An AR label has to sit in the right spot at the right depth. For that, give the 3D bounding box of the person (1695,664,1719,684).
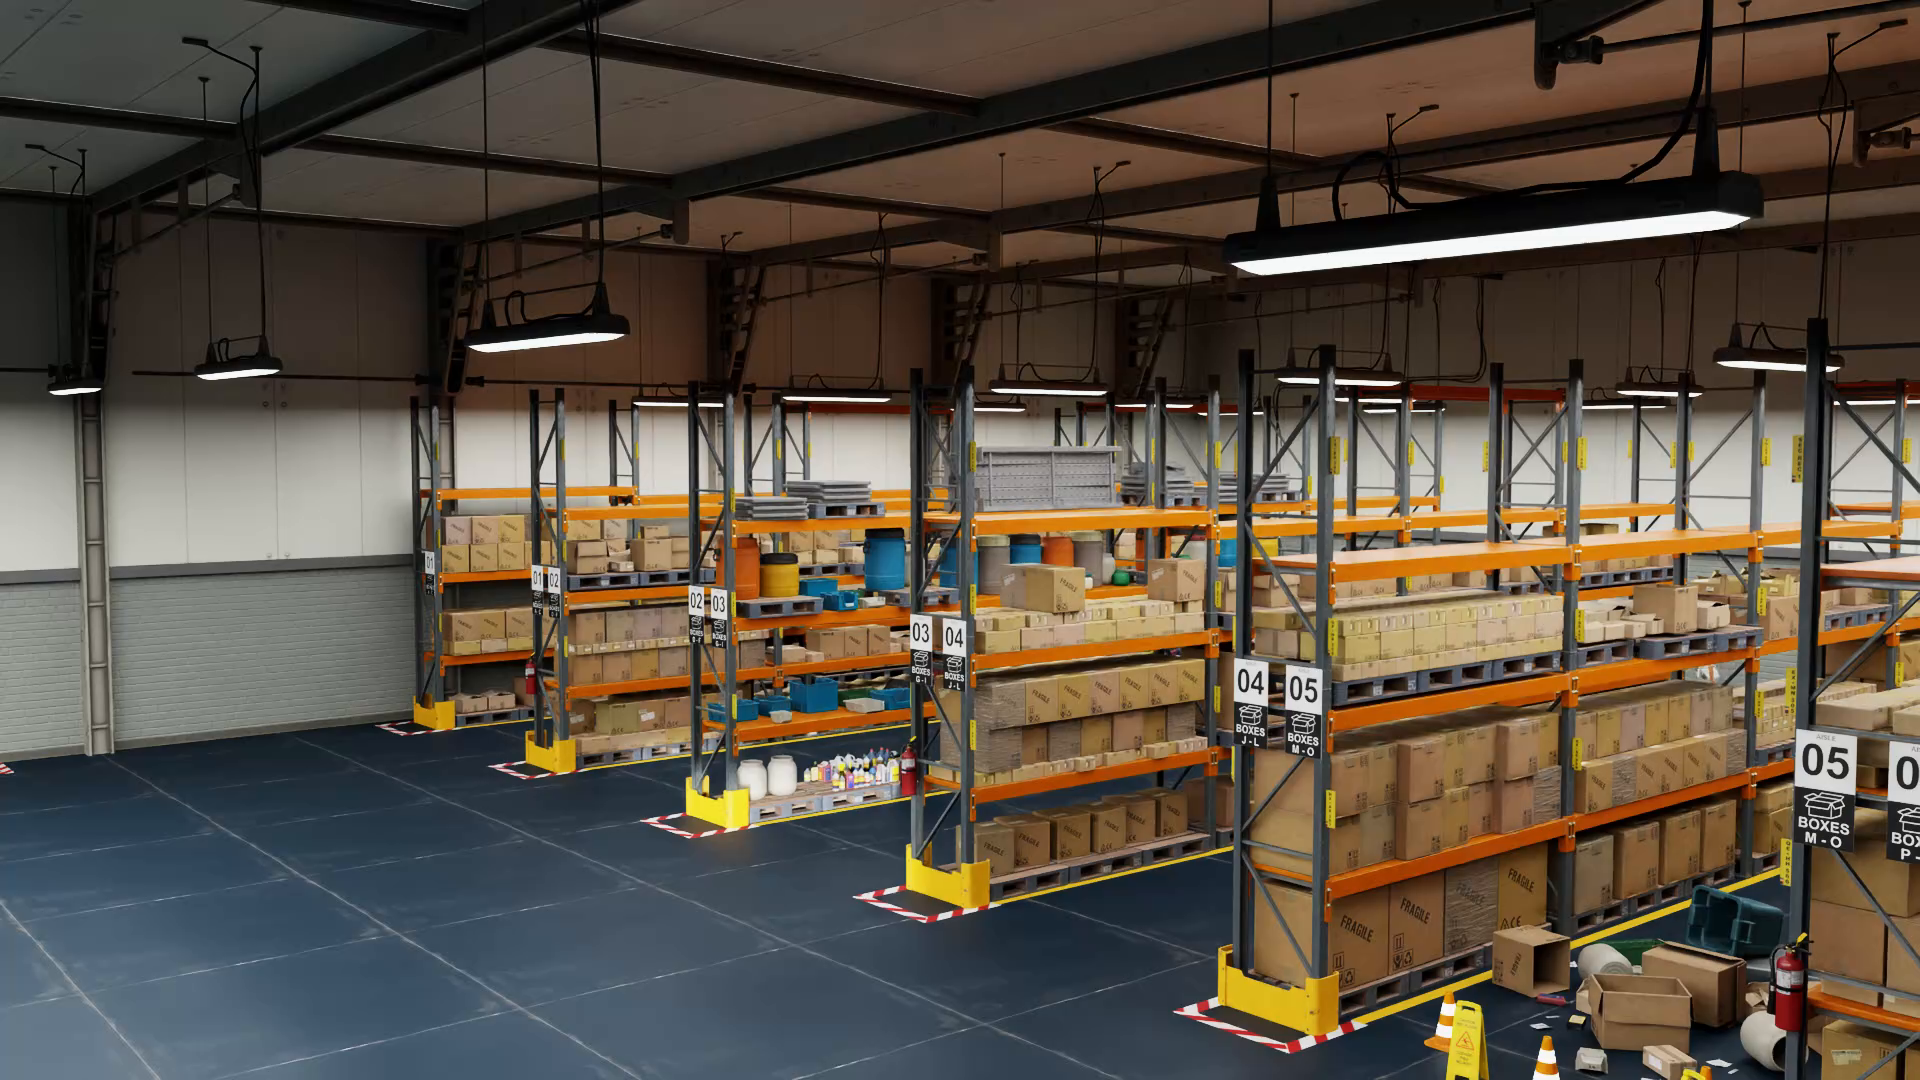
[{"bbox_3d":[13.760,2.544,30.510,0.950,1.619,0.504,2,4,34],"label":"person"}]
